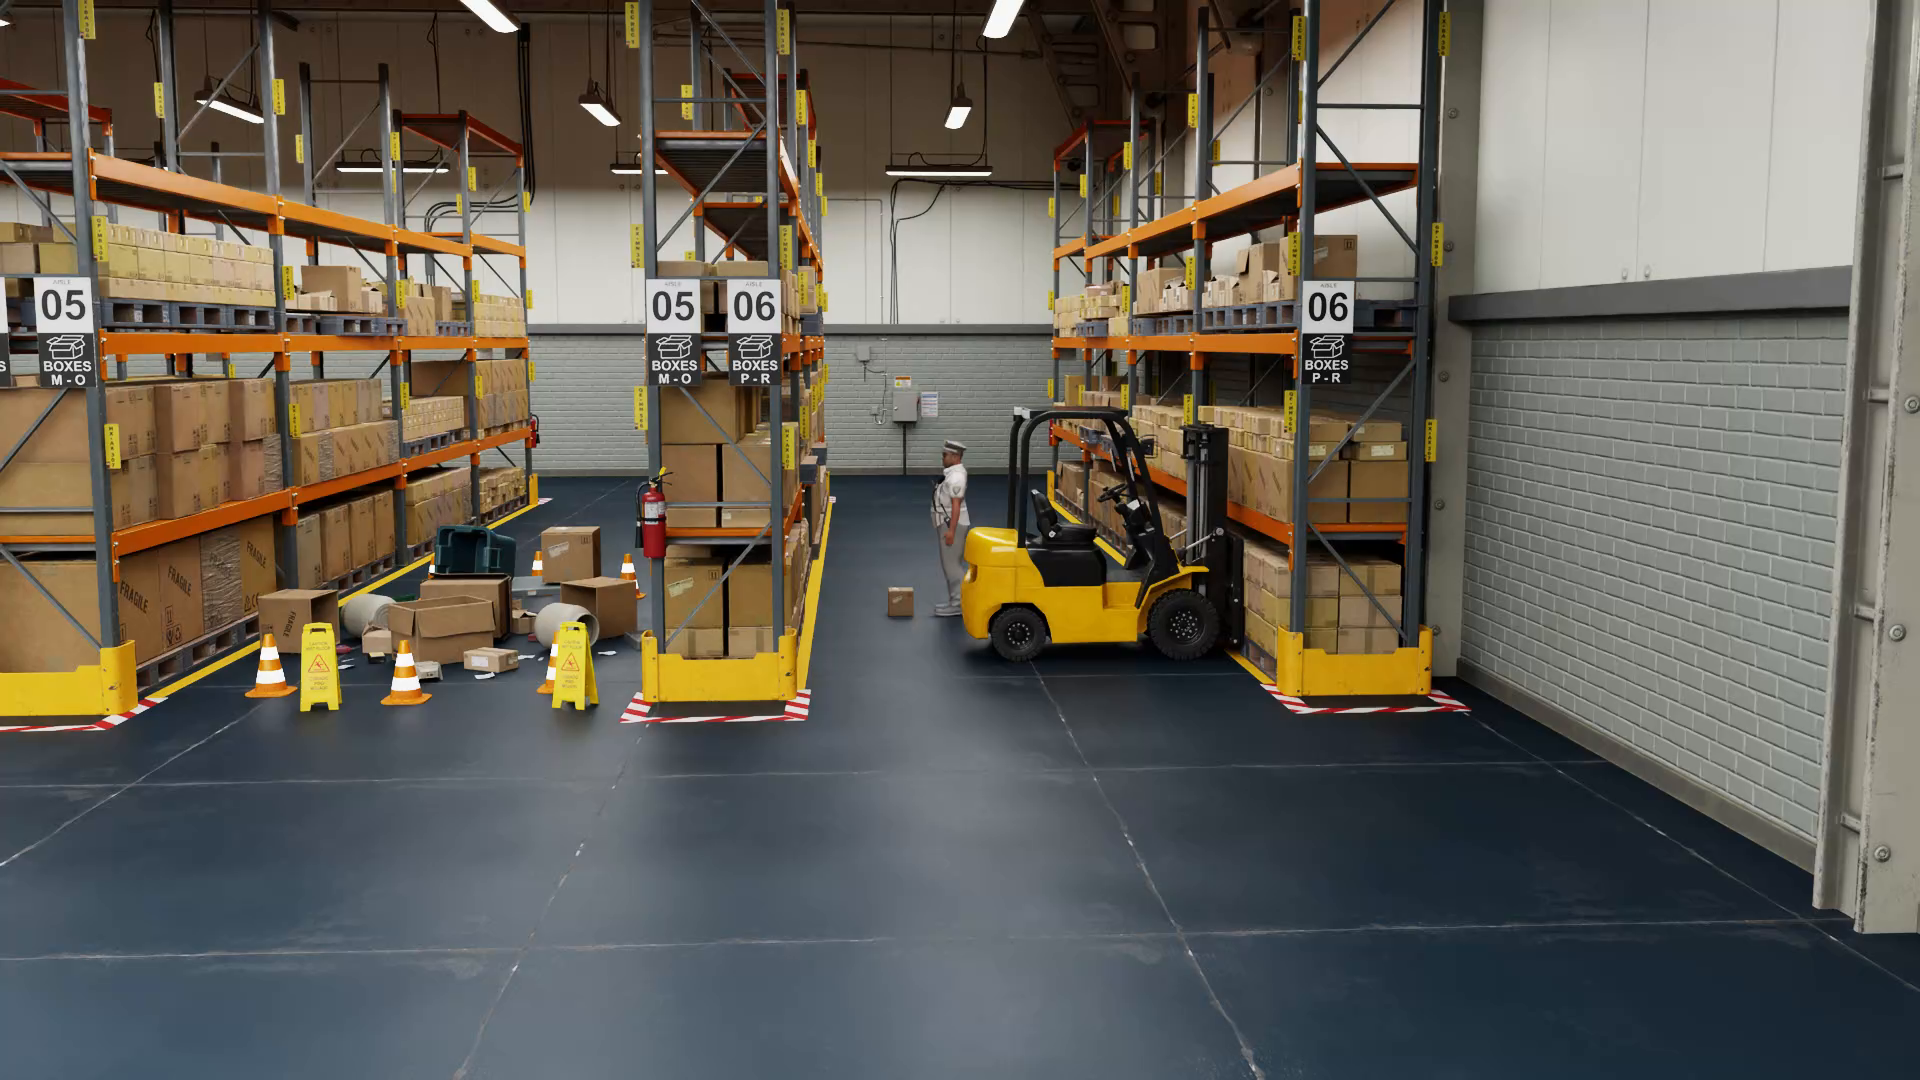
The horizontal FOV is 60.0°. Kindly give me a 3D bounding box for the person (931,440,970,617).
[{"bbox_3d":[-0.097,-0.129,16.753,0.395,1.767,0.527,0,7,-2],"label":"person"}]
